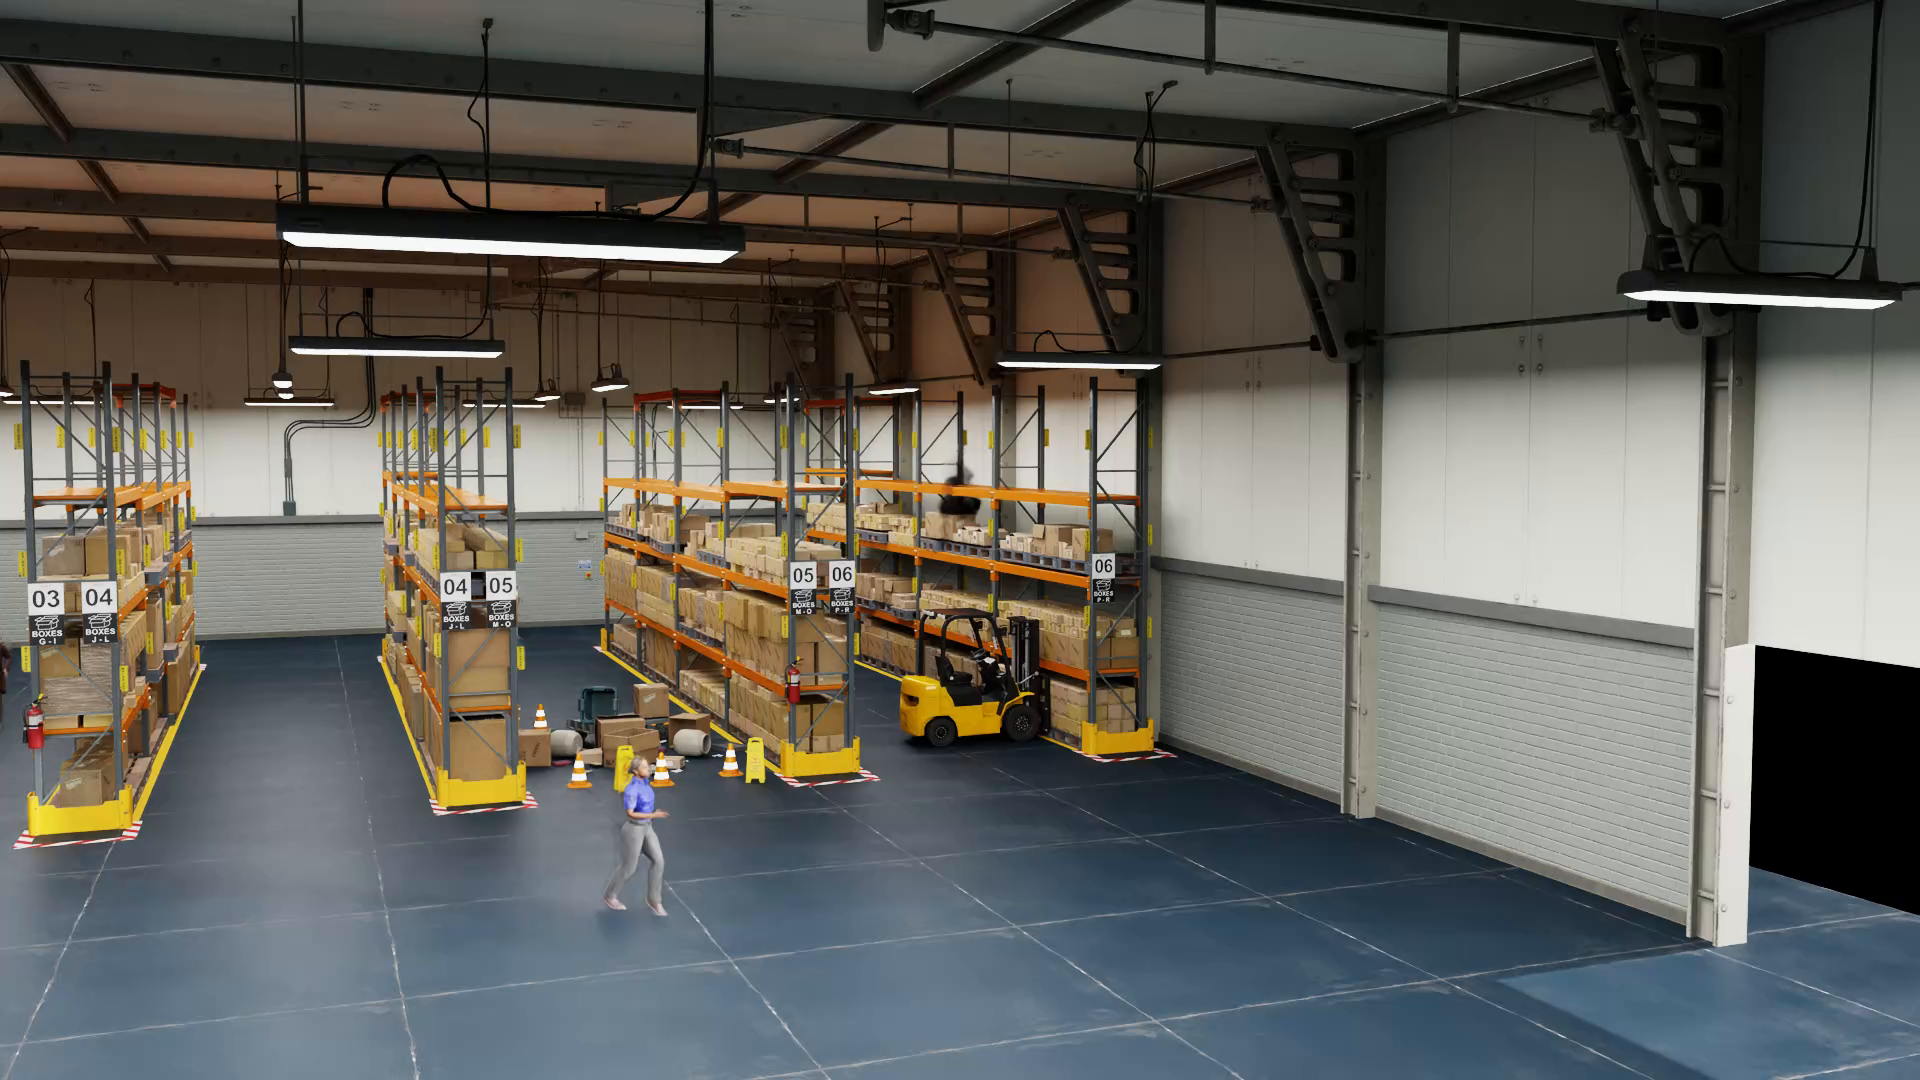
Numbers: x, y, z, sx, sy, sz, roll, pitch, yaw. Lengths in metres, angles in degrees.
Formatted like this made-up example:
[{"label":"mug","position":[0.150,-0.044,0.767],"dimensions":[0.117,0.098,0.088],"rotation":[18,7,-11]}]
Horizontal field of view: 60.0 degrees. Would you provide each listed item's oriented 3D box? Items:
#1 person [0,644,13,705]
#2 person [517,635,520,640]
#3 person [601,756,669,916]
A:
[{"label":"person","position":[-16.664,2.417,28.575],"dimensions":[0.719,1.755,0.855],"rotation":[-2,4,-33]},{"label":"person","position":[-11.025,1.737,39.942],"dimensions":[0.894,1.719,0.557],"rotation":[-1,4,-20]},{"label":"person","position":[-3.397,3.134,17.519],"dimensions":[0.748,1.734,0.585],"rotation":[1,4,17]}]
